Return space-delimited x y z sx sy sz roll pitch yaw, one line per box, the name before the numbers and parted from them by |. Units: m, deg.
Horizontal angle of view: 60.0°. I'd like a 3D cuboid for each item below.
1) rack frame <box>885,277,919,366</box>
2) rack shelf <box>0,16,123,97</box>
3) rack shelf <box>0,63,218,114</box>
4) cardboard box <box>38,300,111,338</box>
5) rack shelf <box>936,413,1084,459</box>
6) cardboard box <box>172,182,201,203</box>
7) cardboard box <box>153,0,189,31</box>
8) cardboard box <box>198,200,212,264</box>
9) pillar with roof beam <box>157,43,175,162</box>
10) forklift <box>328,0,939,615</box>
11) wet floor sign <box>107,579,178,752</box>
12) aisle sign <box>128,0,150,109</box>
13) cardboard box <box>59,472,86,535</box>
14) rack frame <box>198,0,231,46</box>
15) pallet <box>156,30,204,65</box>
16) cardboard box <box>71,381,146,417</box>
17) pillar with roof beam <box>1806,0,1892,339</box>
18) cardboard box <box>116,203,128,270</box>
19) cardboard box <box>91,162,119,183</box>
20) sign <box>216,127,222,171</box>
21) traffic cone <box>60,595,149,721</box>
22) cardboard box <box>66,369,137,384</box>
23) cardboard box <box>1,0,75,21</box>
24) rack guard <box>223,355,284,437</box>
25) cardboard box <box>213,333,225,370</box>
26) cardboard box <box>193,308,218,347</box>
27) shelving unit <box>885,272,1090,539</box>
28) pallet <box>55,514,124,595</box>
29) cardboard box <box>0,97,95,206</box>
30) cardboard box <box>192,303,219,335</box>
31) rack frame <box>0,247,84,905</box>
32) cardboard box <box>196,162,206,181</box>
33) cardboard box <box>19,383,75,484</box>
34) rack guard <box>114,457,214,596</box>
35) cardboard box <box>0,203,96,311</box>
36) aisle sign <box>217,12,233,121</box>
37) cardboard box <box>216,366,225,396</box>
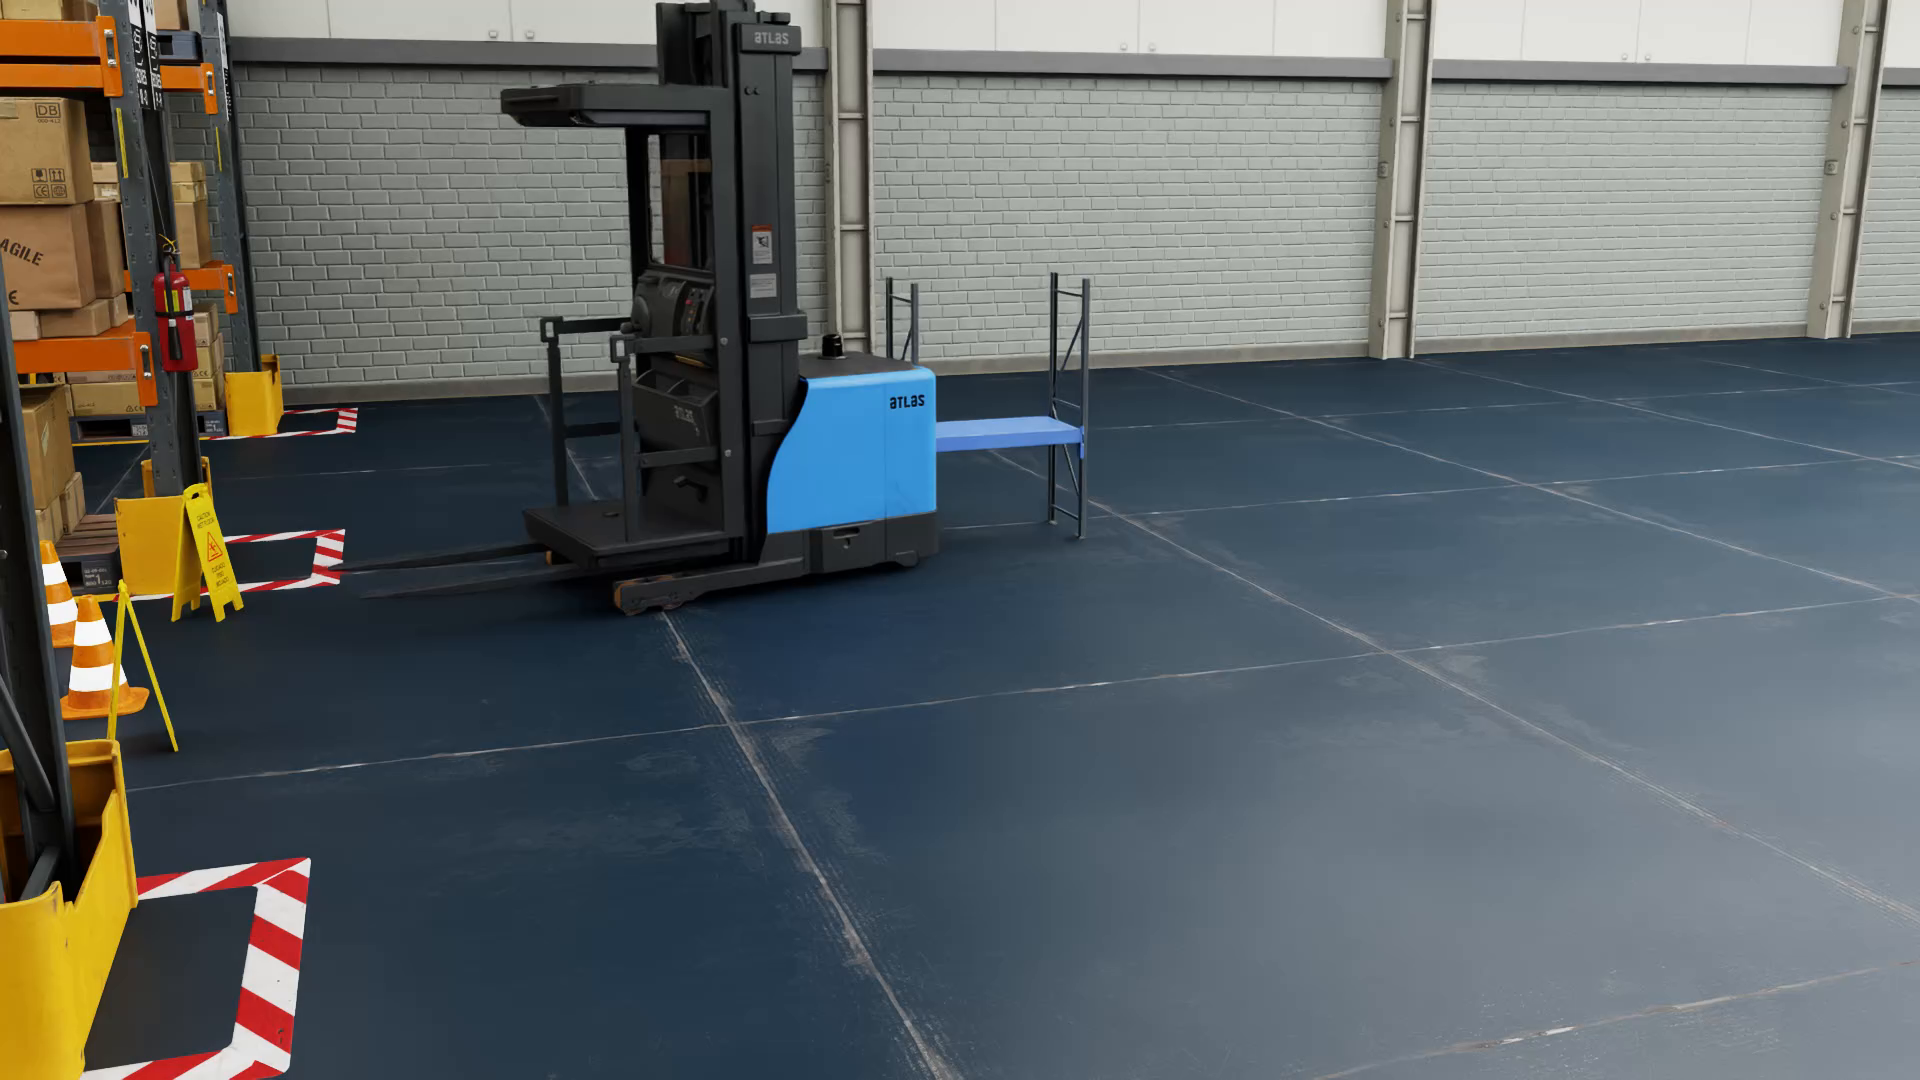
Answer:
rack frame | -0.324 -0.710 9.385 0.032 1.500 0.500 -5 14 -19
rack shelf | -6.086 -2.278 7.811 4.000 0.370 1.077 -4 14 -18
rack shelf | -7.673 -3.367 12.387 4.000 0.370 1.077 -4 14 -18
cardboard box | -4.477 -1.120 8.412 0.250 0.149 0.380 -4 14 -16
rack shelf | 0.154 -0.575 9.596 1.000 0.185 0.538 -5 14 -19
cardboard box | -6.016 -2.682 12.819 0.250 0.149 0.380 -4 14 -17
cardboard box | -6.119 -4.080 12.491 0.500 0.500 0.500 -4 14 -16
cardboard box | -6.335 -2.478 13.362 0.500 0.500 0.500 -4 14 -16
pillar with roof beam | -5.352 -4.526 9.223 0.400 9.000 9.100 -4 14 -18
forklift | -1.632 -1.198 8.347 3.031 2.935 1.130 -8 16 -32
wet floor sign | -3.120 0.471 6.270 0.232 0.644 0.267 -7 15 -28
aisle sign | -4.039 -2.522 8.147 0.004 0.787 0.394 -4 14 -18
cardboard box | -5.043 -0.184 8.970 0.500 0.250 0.500 -5 14 -19
rack frame | -5.777 -5.324 12.577 0.127 3.000 1.000 -4 14 -18
pallet | -6.456 -3.775 12.739 1.213 0.211 1.003 -4 14 -18
cardboard box | -6.596 -1.133 12.958 0.500 0.250 0.500 -4 14 -18
pillar with roof beam | 11.708 -5.854 14.808 0.400 9.000 9.100 -4 14 -18
cardboard box | -6.655 -2.323 12.713 0.500 0.500 0.500 -4 14 -16
cardboard box | -6.513 -2.791 12.634 0.250 0.149 0.380 -4 14 -17
sign | -5.617 -2.963 12.605 0.005 0.325 0.100 -4 14 -18
traffic cone | -3.510 0.451 6.748 0.334 0.463 0.336 -4 14 -18
cardboard box | -6.618 -1.376 12.898 0.500 0.250 0.500 -5 14 -19
cardboard box | -4.440 -2.566 8.009 0.250 0.149 0.380 -4 14 -18
rack guard | -5.755 -1.191 13.568 0.348 0.500 1.175 -4 14 -18
cardboard box | -6.289 -1.526 13.529 0.500 0.250 0.500 -4 14 -17
cardboard box | -6.114 -1.656 12.995 0.500 0.250 0.500 -4 14 -16
shelving unit | 0.154 -0.750 9.554 1.048 1.500 0.538 -5 14 -19
pallet | -5.044 0.098 8.775 1.213 0.211 1.003 -4 14 -18
cardboard box | -4.605 -1.911 8.174 0.500 0.500 0.700 -5 14 -19
cardboard box | -6.293 -1.764 13.451 0.500 0.250 0.500 -5 14 -19
rack frame | -2.516 -0.238 4.163 0.127 3.000 1.000 -4 14 -18
cardboard box | -6.164 -2.936 13.243 0.250 0.149 0.380 -5 14 -19
cardboard box | -5.066 -0.547 8.875 0.500 0.500 0.500 -5 14 -20
rack guard | -4.263 -0.095 8.961 0.348 0.500 1.175 -4 14 -18
cardboard box | -4.617 -1.409 8.227 0.500 0.500 0.500 -5 14 -19
aisle sign | -5.621 -3.610 12.720 0.004 0.787 0.394 -4 14 -18
cardboard box | -6.305 -1.278 13.569 0.500 0.250 0.500 -4 14 -18
